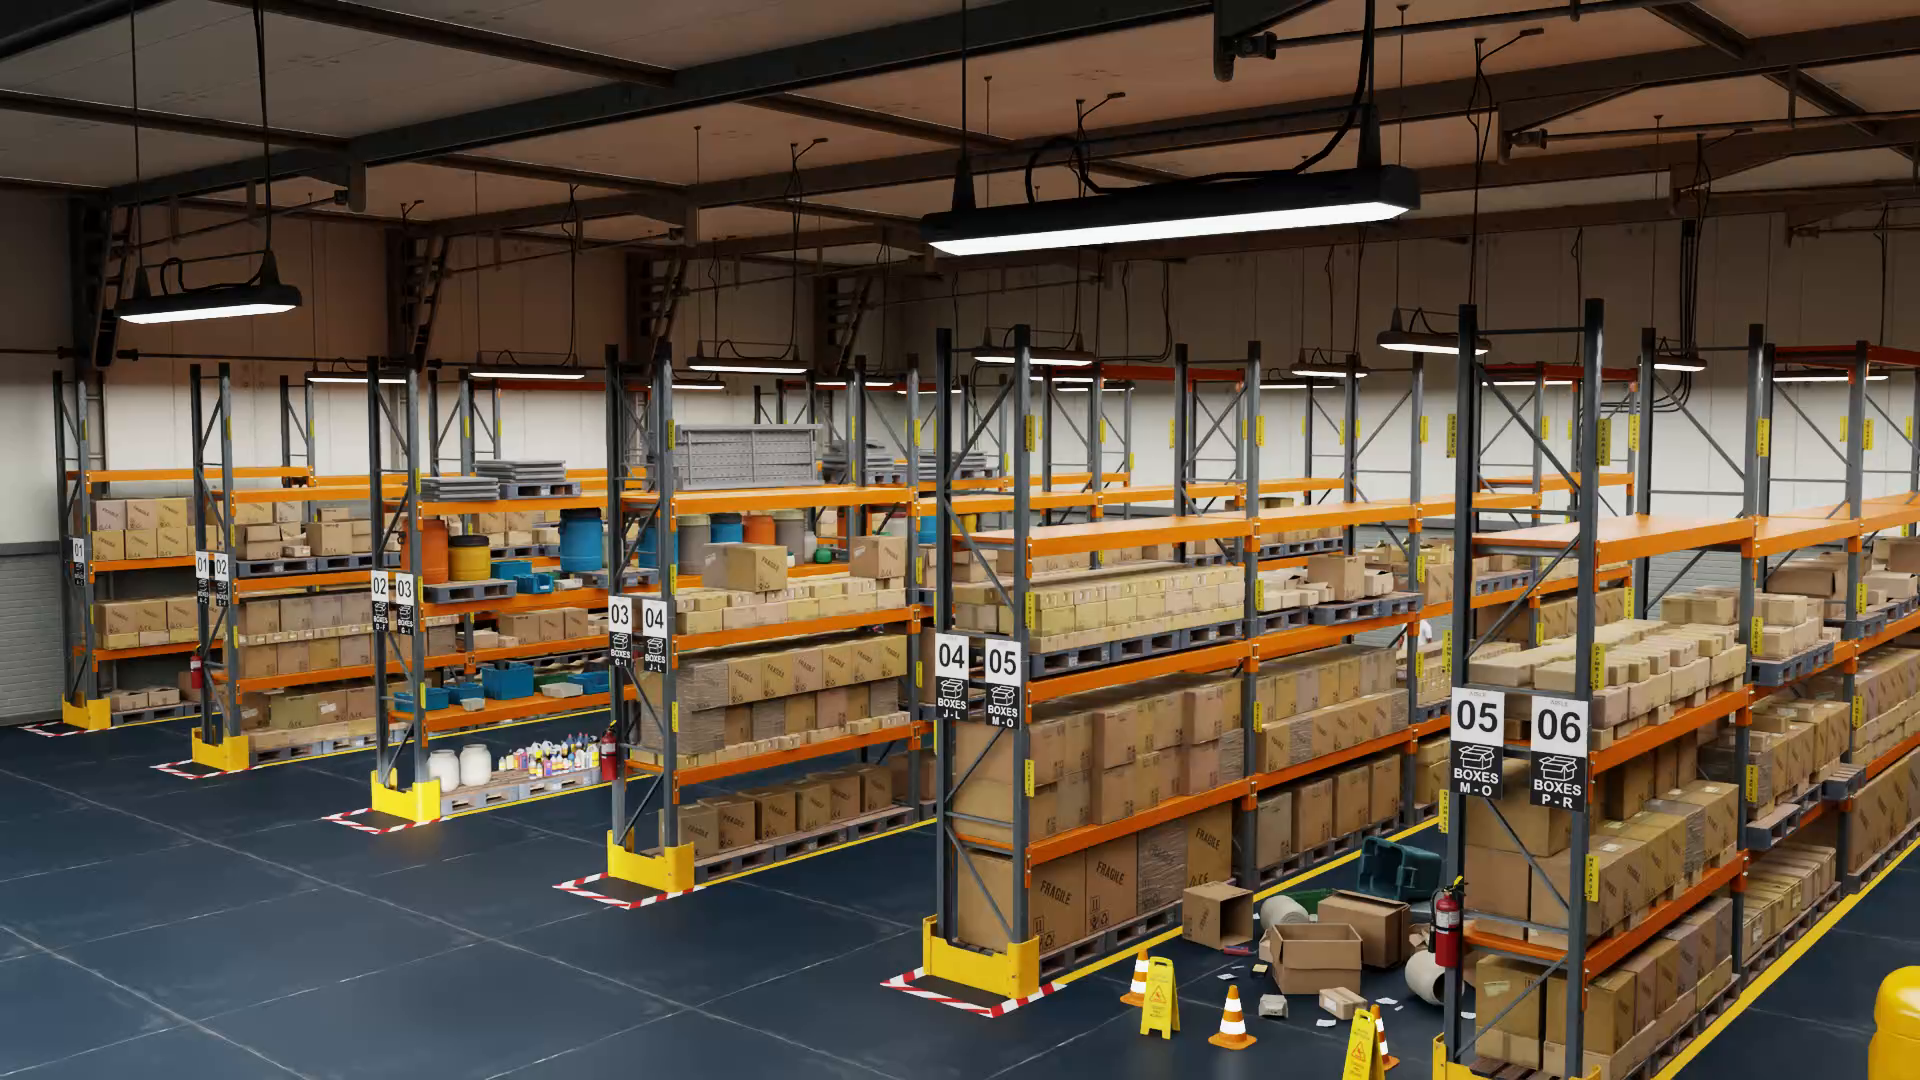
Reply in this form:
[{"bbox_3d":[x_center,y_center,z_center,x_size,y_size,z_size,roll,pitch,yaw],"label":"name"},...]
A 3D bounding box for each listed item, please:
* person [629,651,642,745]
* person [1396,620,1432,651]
[{"bbox_3d":[-5.186,2.477,26.287,0.514,1.630,0.356,-3,5,-35],"label":"person"},{"bbox_3d":[8.438,2.080,30.925,0.678,1.728,1.019,1,4,17],"label":"person"}]
